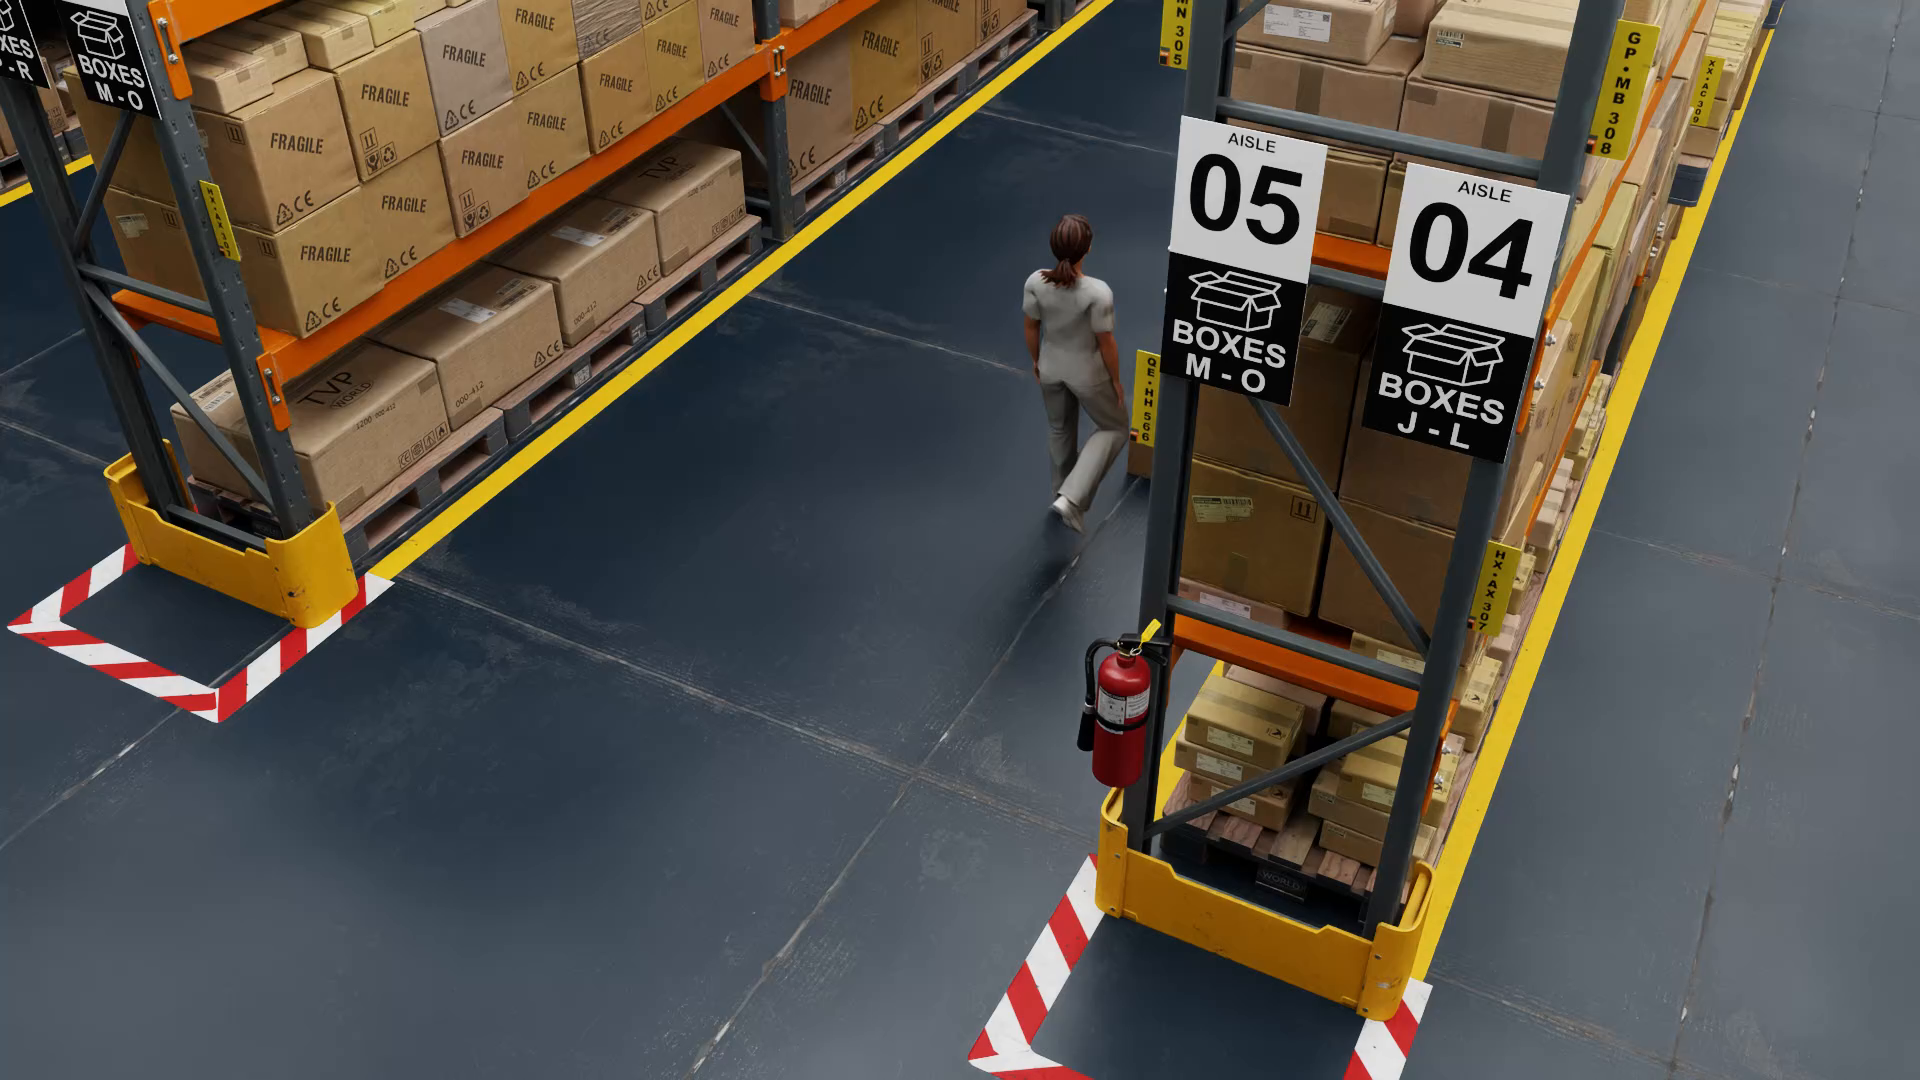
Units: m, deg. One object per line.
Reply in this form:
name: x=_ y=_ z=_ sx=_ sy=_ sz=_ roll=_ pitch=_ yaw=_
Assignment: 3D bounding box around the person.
person: x=0.541 y=-0.779 z=7.707 sx=0.485 sy=1.662 sz=0.639 roll=20 pitch=42 yaw=23
